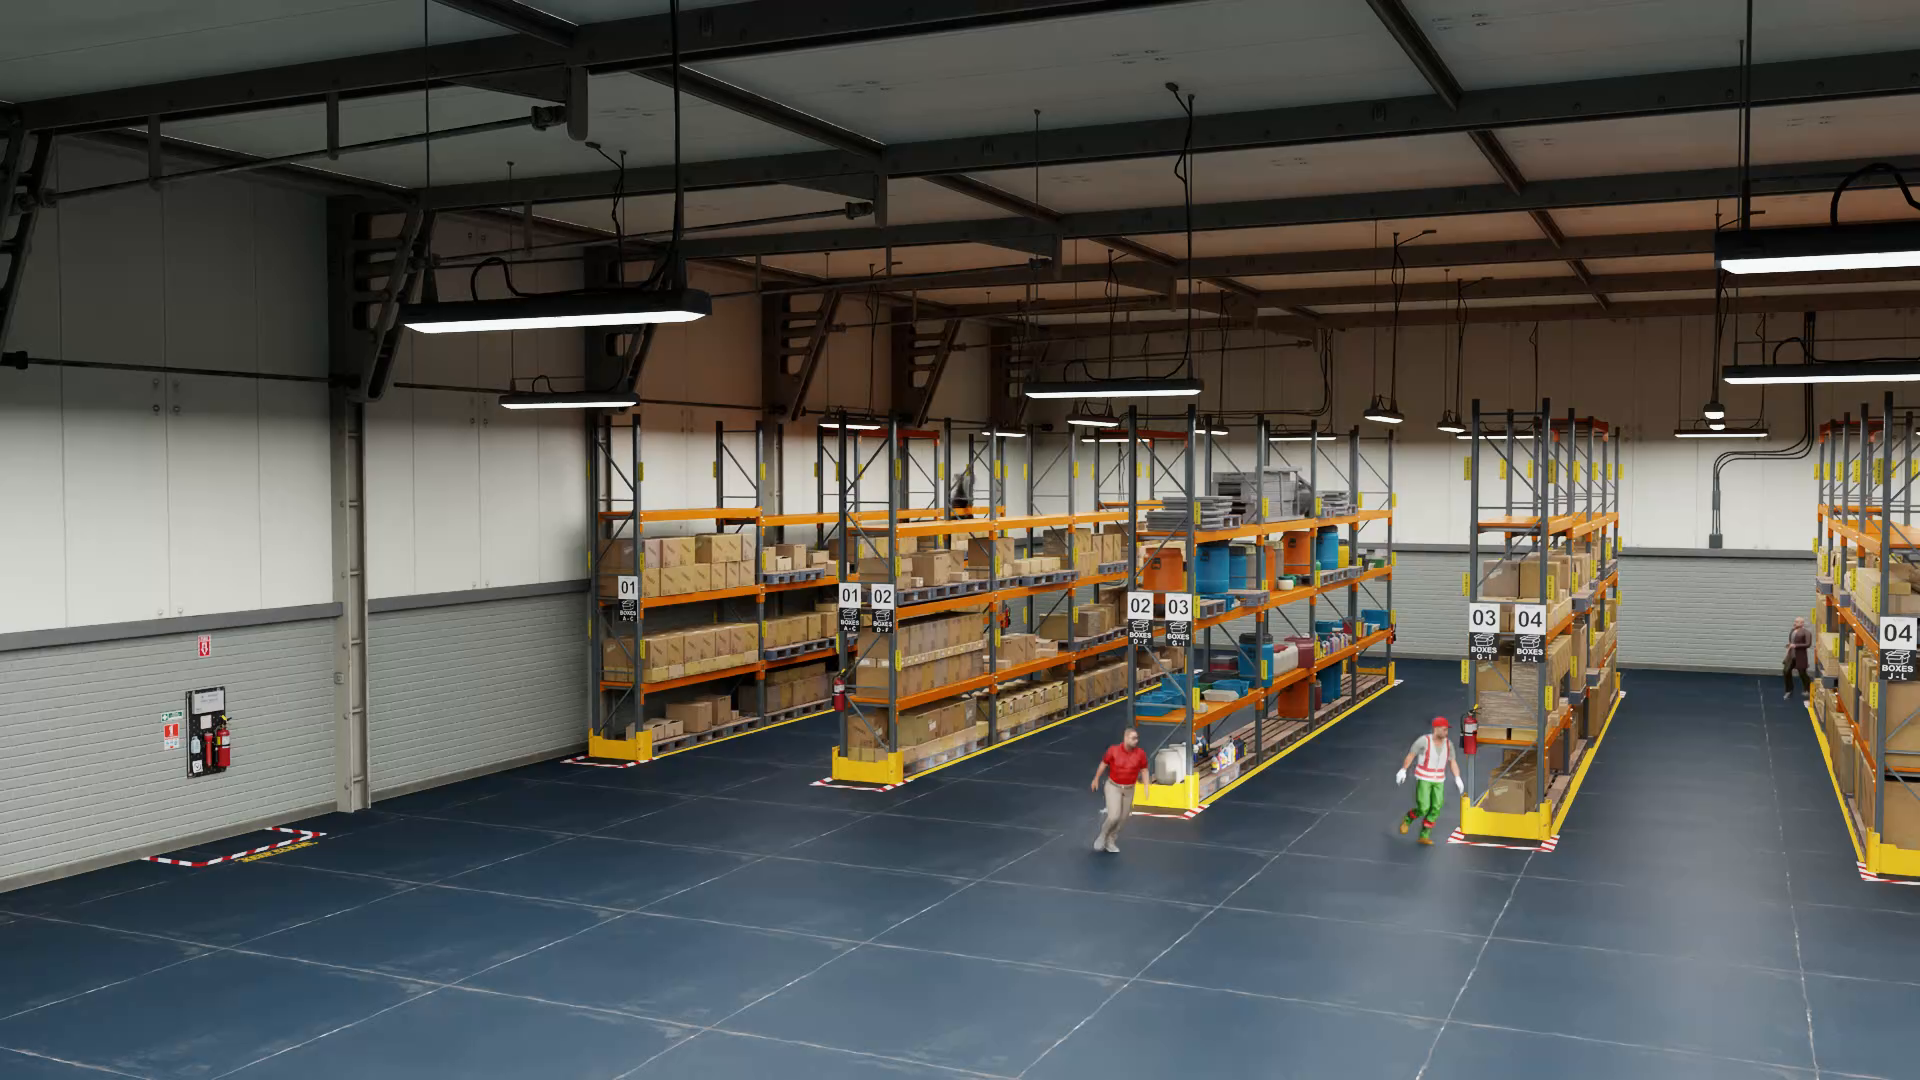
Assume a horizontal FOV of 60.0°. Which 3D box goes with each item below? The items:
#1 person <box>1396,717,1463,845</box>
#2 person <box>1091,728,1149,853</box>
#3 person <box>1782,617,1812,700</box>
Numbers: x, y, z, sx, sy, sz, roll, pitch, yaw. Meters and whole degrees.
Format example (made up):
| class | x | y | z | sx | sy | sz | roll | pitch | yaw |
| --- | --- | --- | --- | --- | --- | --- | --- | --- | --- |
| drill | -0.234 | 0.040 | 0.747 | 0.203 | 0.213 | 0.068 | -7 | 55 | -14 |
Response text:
| class | x | y | z | sx | sy | sz | roll | pitch | yaw |
| --- | --- | --- | --- | --- | --- | --- | --- | --- | --- |
| person | 6.277 | 3.211 | 22.270 | 0.732 | 1.734 | 0.670 | -1 | 2 | -13 |
| person | 2.115 | 3.268 | 21.714 | 0.669 | 1.667 | 0.689 | -1 | 2 | -18 |
| person | 18.472 | 2.664 | 36.608 | 0.844 | 1.760 | 0.664 | -1 | 3 | -25 |
